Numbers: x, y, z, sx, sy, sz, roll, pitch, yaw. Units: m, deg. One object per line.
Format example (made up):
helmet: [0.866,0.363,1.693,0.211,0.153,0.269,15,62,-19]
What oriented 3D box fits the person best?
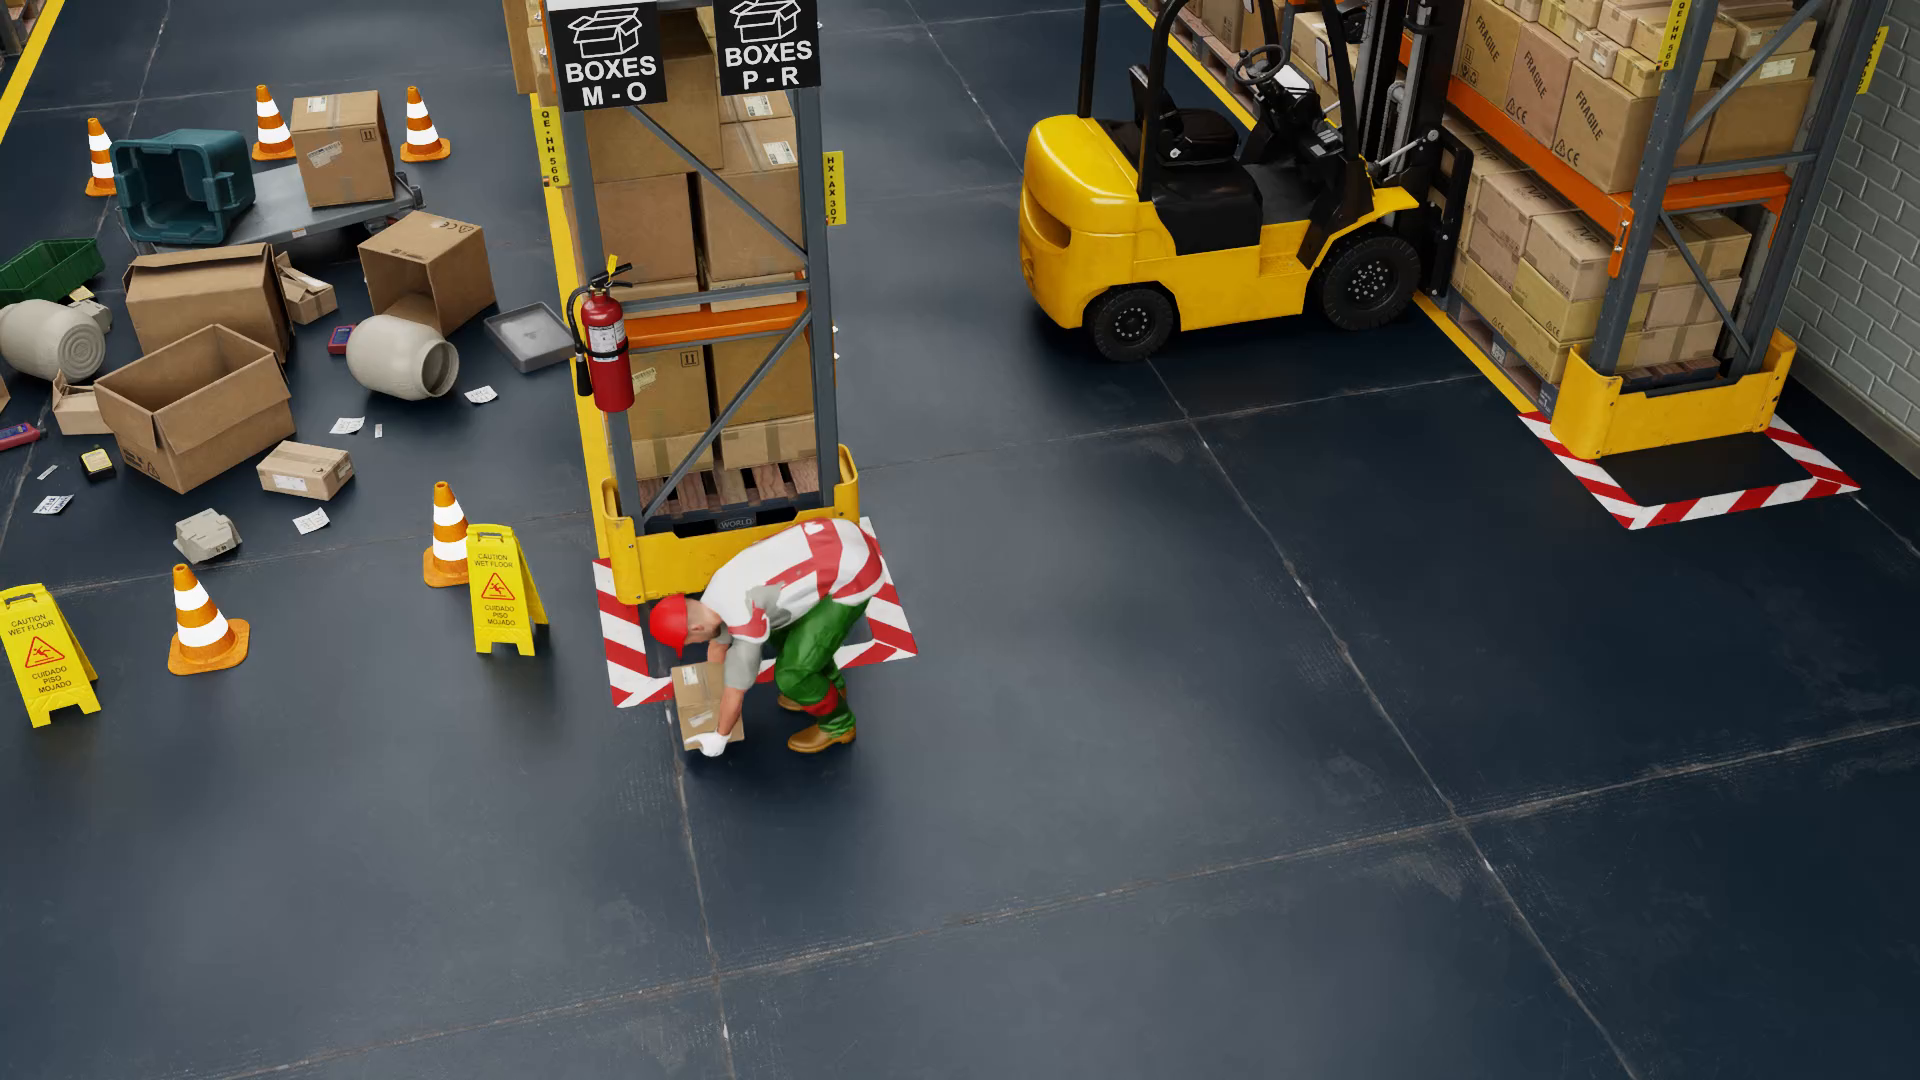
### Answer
person: [-0.774,0.415,6.802,0.950,0.997,0.528,-11,39,-14]
